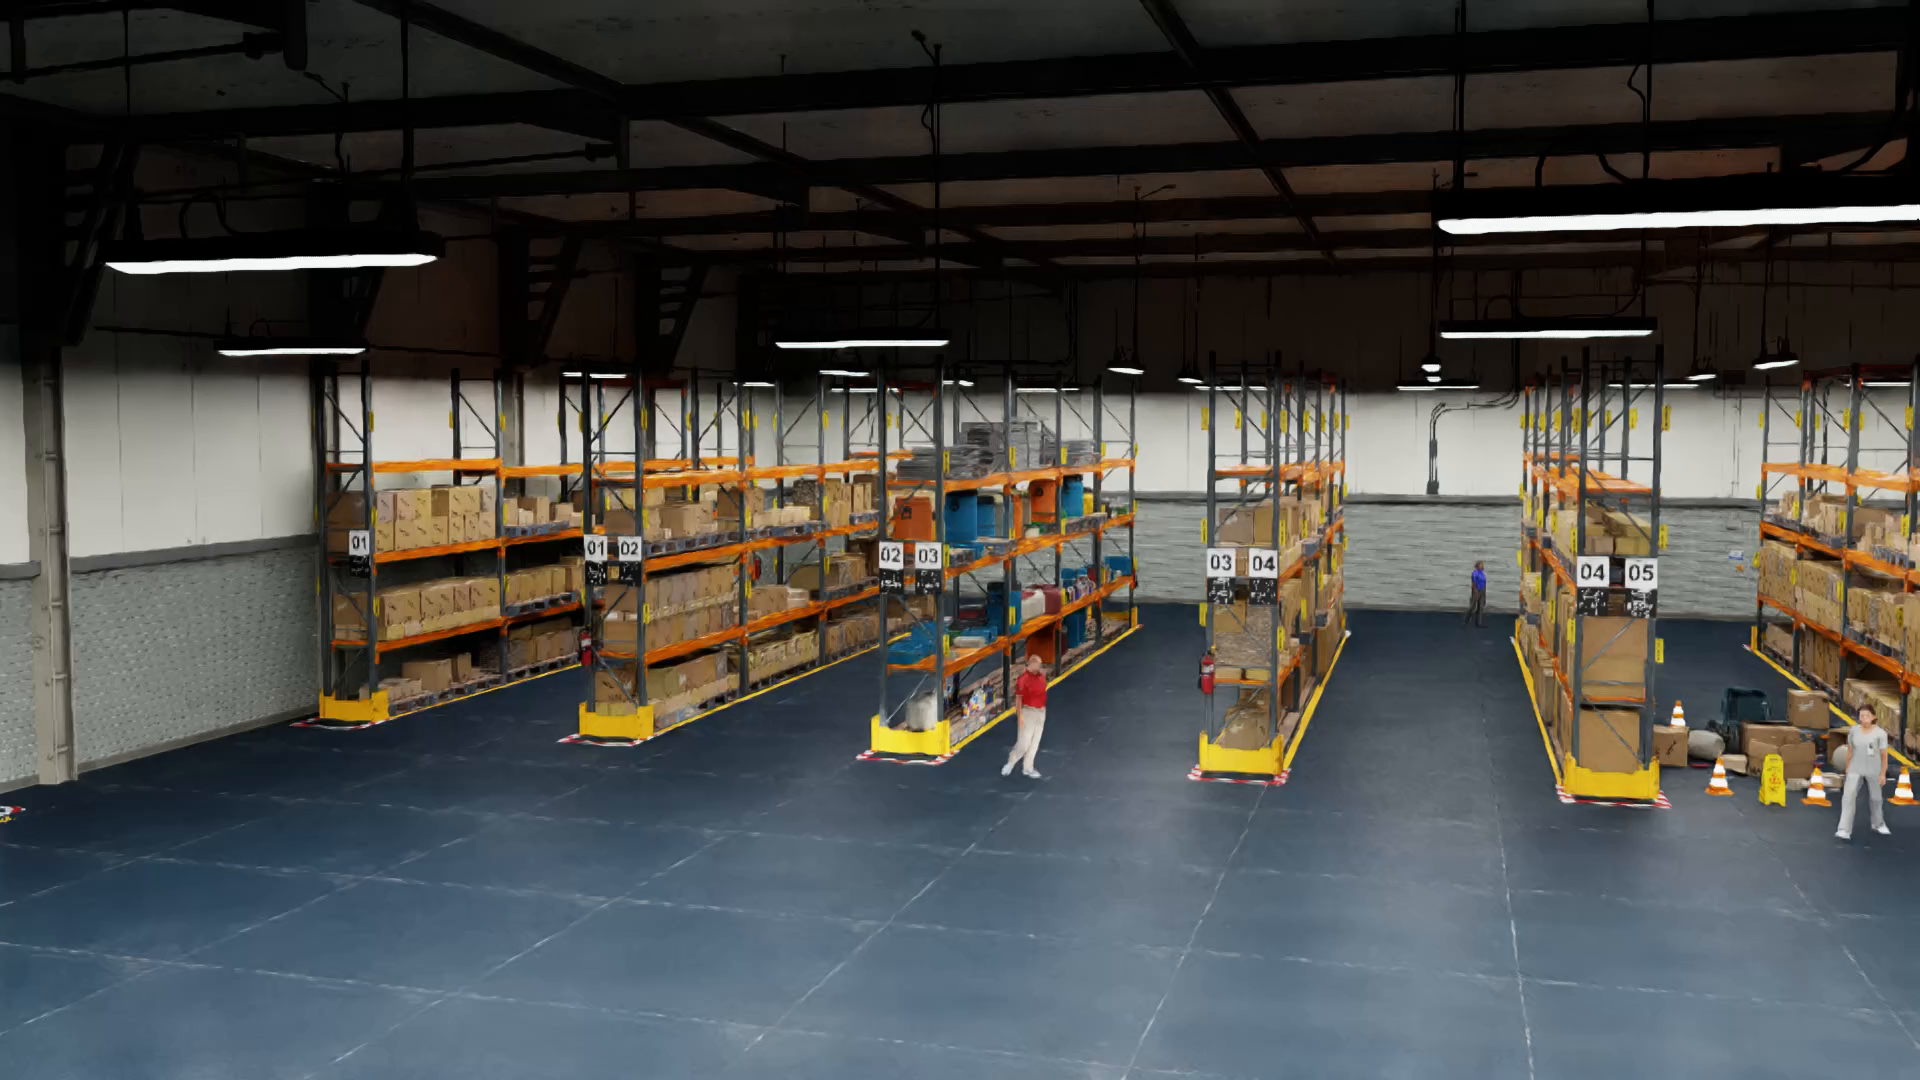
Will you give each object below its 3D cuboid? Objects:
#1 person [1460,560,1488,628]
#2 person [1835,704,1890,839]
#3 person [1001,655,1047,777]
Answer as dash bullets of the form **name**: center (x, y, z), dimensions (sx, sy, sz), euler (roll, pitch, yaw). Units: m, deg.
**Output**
- **person**: center (12.466, 1.302, 40.345), dimensions (0.650, 1.656, 0.450), euler (-3, 5, -34)
- **person**: center (10.866, 2.770, 19.959), dimensions (0.482, 1.615, 0.948), euler (3, 5, 40)
- **person**: center (0.932, 2.465, 23.343), dimensions (0.712, 1.718, 0.499), euler (-3, 5, -40)
